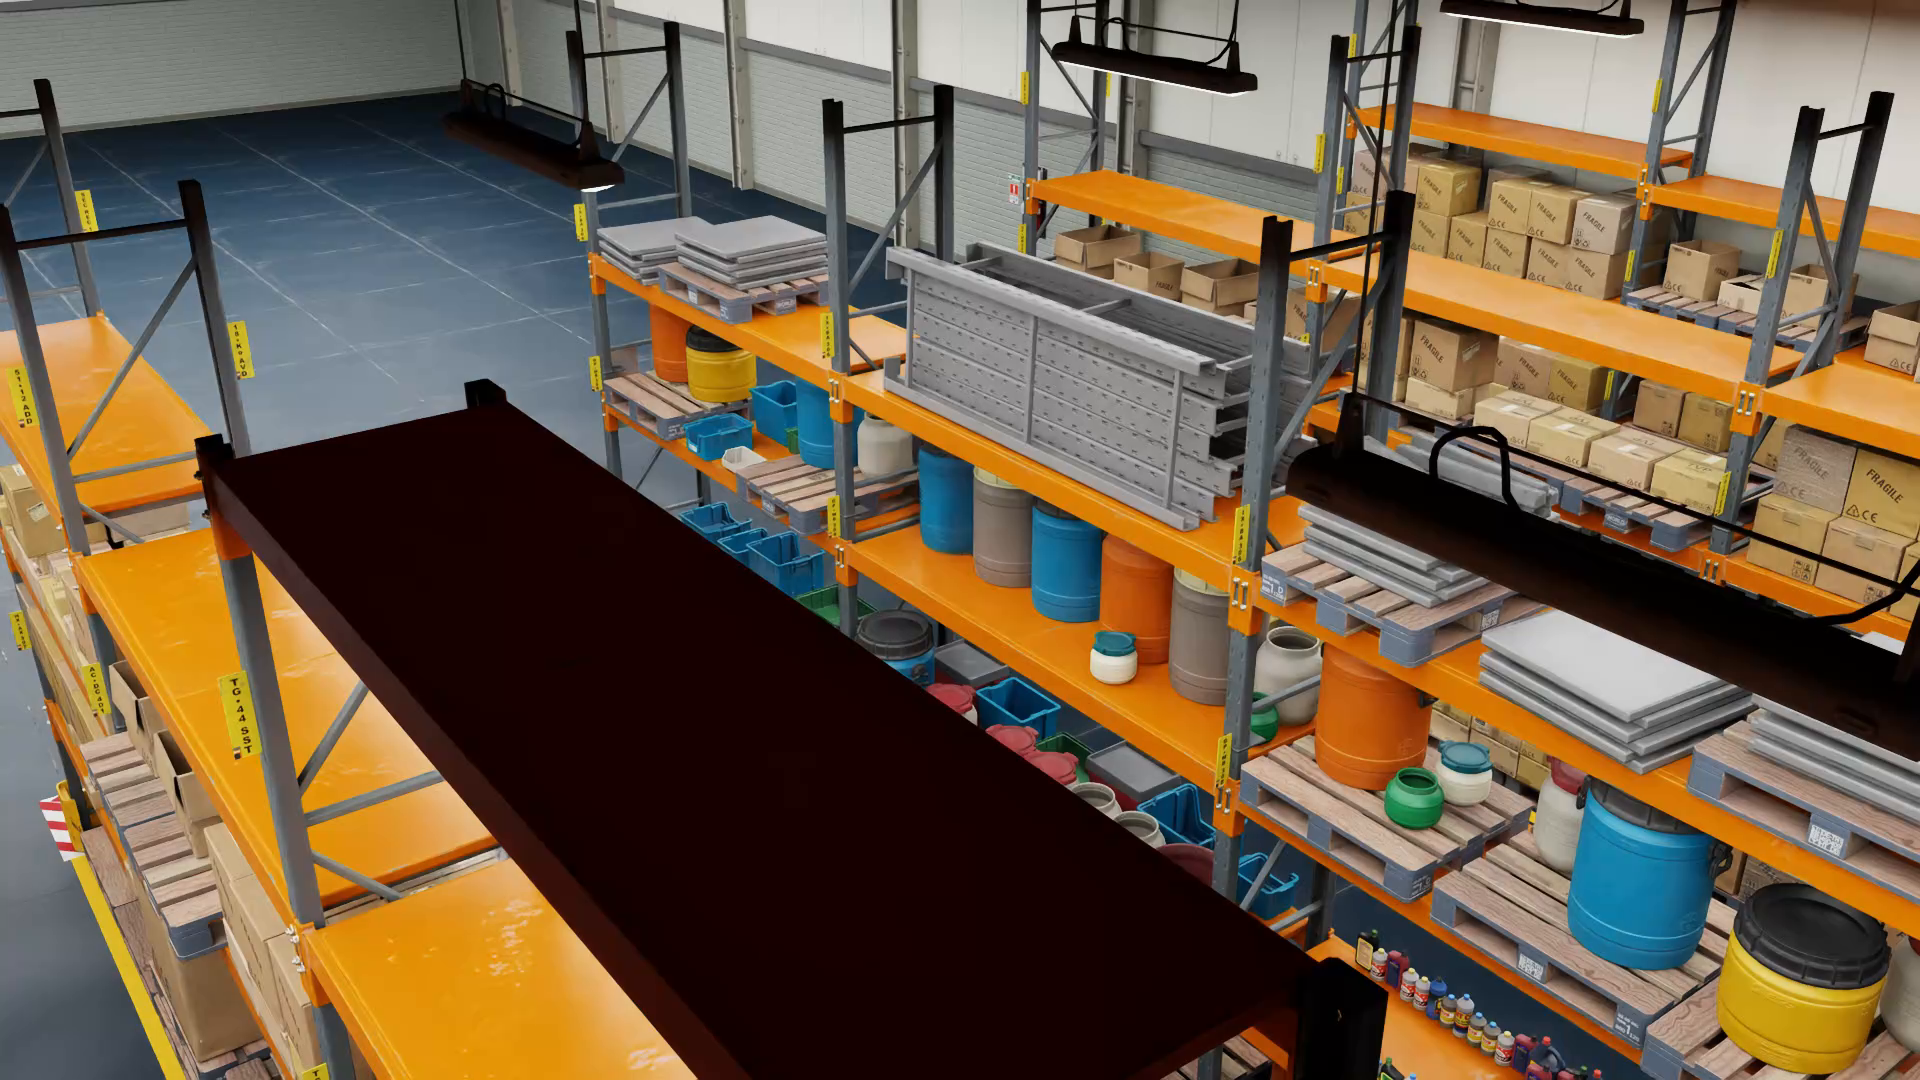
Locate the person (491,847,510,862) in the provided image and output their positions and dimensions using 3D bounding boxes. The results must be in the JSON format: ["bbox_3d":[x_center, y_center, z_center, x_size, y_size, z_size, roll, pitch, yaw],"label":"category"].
[{"bbox_3d":[-3.380,2.444,11.646,0.618,1.815,0.525,16,29,32],"label":"person"}]
